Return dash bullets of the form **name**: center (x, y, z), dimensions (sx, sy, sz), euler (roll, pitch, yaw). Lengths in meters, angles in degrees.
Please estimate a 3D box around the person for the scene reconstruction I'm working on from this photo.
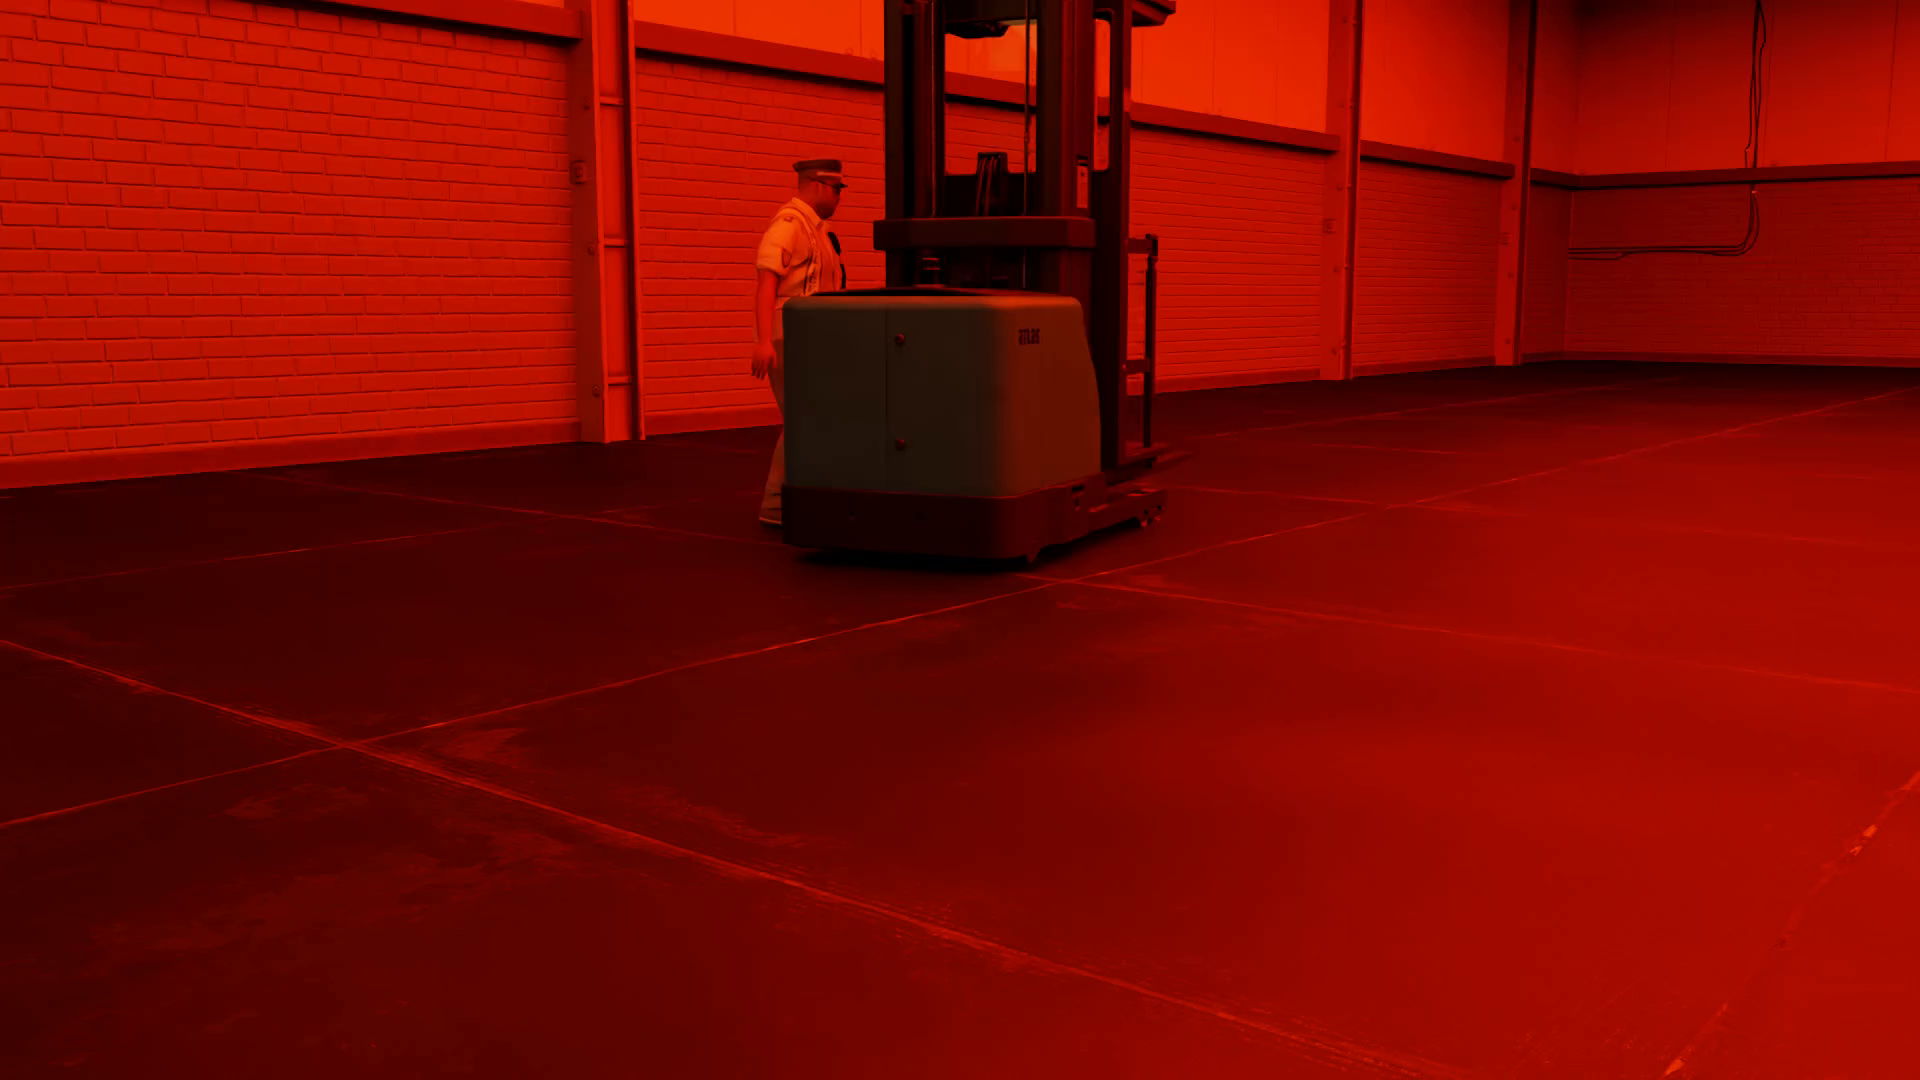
- **person**: center (-0.740, -0.933, 7.871), dimensions (0.423, 1.722, 0.861), euler (2, 8, 10)

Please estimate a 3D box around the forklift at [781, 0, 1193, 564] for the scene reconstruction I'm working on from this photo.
- **forklift**: center (0.342, -1.531, 7.745), dimensions (1.130, 2.935, 3.031), euler (4, 9, 24)
